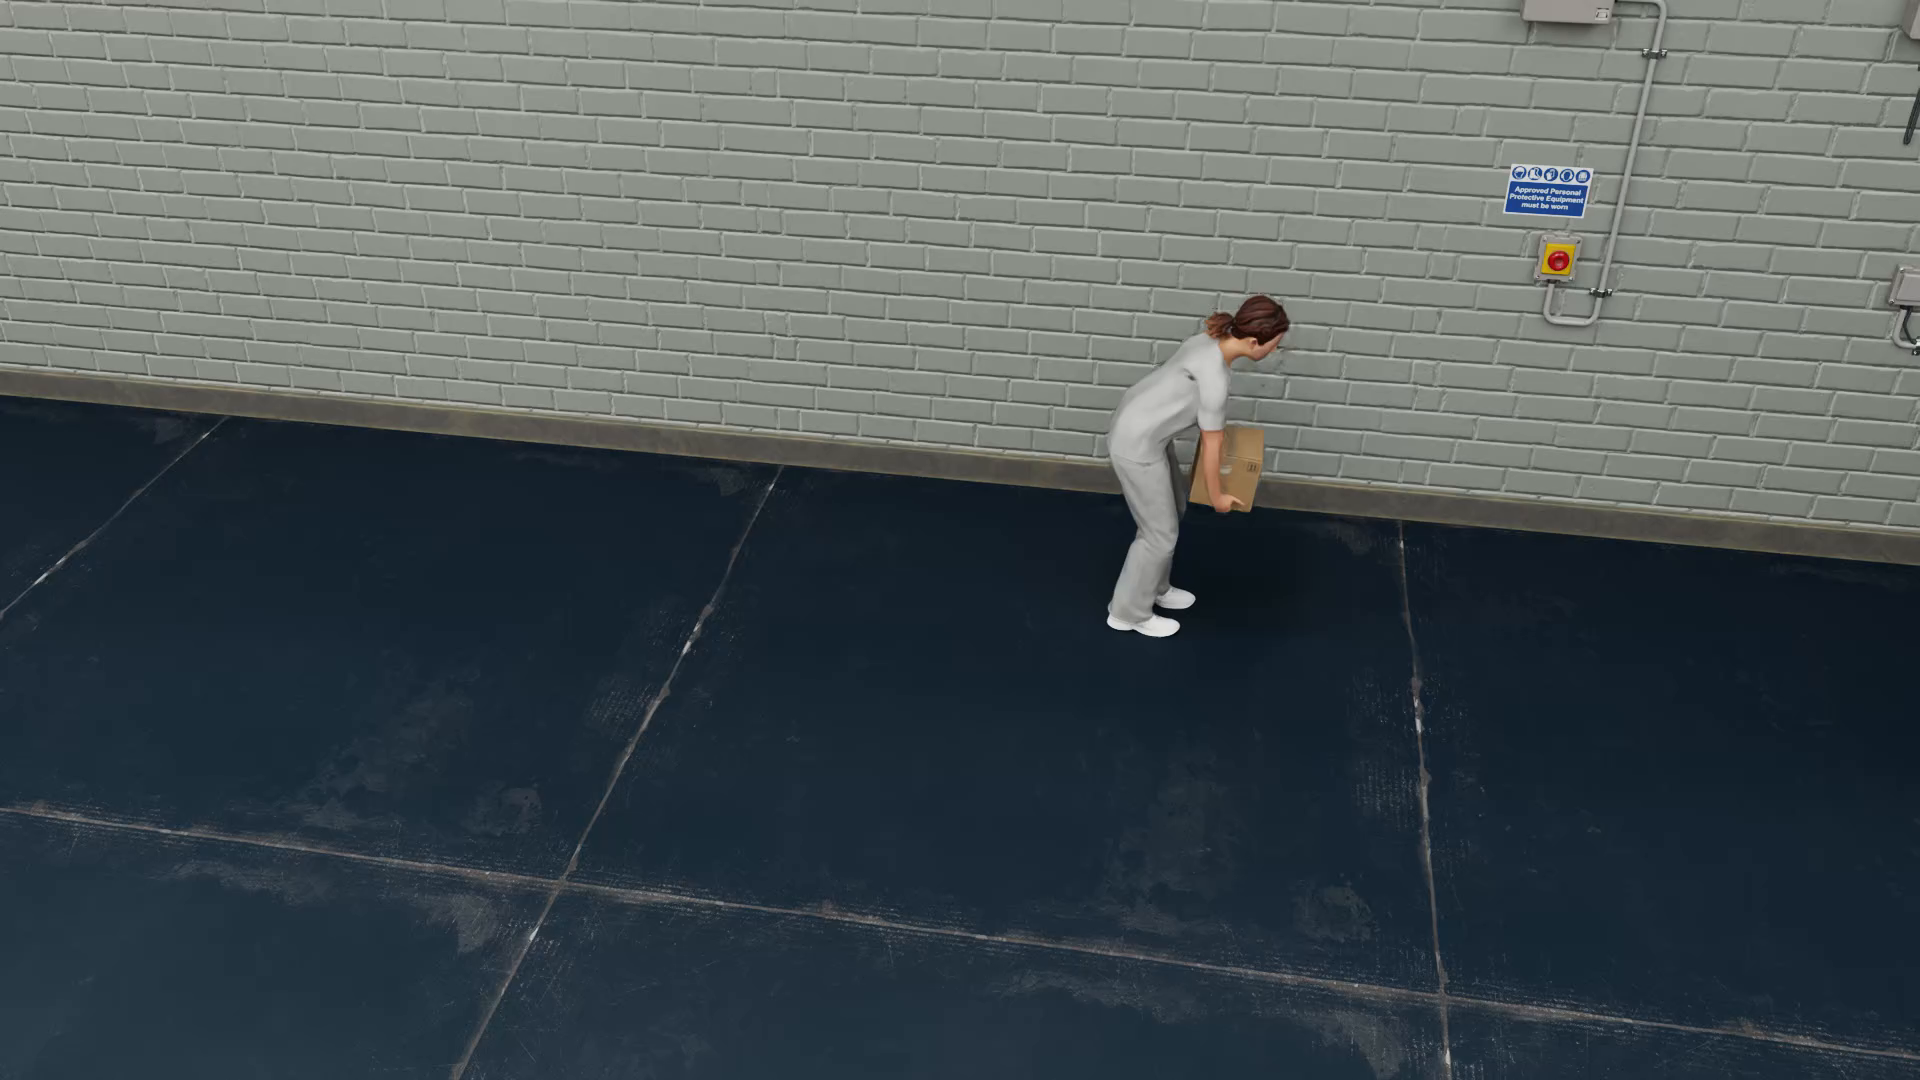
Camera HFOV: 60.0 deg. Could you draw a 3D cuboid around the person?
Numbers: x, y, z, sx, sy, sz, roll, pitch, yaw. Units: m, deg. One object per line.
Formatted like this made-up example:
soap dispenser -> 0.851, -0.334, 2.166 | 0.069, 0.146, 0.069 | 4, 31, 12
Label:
person -> 0.934, -0.305, 6.778 | 0.672, 1.509, 0.406 | 5, 33, 7
